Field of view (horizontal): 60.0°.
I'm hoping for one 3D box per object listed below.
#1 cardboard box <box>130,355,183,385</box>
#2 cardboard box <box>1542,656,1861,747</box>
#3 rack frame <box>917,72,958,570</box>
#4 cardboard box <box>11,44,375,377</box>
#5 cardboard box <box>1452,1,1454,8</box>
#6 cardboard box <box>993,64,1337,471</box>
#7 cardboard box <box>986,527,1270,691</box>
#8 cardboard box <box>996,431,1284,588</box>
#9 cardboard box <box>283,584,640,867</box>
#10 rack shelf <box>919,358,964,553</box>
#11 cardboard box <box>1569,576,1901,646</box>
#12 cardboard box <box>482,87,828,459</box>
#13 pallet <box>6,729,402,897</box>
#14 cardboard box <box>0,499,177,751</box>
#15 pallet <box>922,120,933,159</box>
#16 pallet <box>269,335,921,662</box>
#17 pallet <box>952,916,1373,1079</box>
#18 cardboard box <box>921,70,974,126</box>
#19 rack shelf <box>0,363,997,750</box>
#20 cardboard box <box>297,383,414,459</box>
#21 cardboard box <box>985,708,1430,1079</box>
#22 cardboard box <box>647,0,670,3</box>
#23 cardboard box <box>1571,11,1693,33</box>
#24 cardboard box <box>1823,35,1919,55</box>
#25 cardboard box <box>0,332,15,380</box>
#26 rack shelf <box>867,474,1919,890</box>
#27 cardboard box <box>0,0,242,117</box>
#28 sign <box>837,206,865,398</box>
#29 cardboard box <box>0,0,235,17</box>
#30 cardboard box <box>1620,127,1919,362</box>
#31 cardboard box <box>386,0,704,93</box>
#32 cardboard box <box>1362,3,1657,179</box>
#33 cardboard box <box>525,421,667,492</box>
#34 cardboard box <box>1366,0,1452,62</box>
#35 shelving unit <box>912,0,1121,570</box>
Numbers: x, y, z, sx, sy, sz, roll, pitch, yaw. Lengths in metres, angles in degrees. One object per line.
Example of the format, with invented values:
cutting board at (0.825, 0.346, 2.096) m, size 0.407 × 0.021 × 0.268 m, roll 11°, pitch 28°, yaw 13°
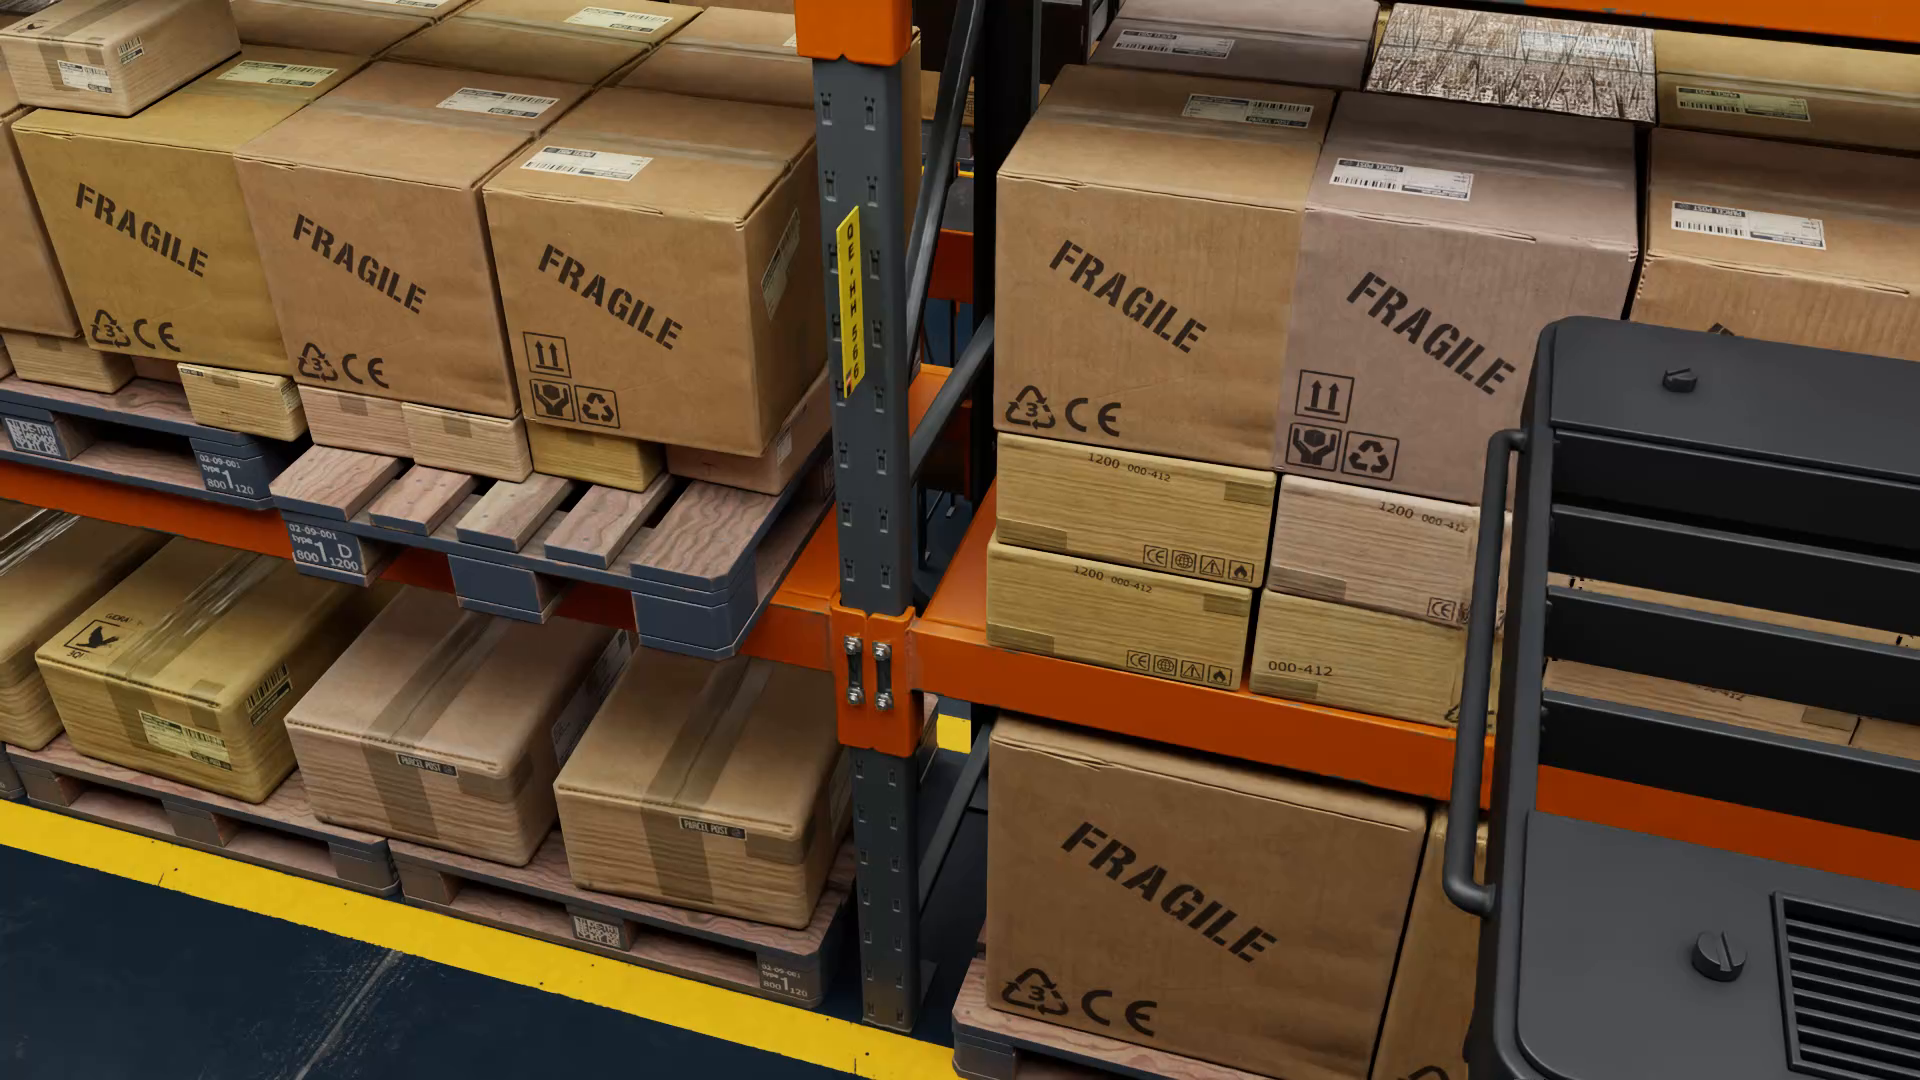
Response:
cardboard box at (-1.654, -0.505, 3.763) m, size 0.250 × 0.149 × 0.380 m, roll 11°, pitch 38°, yaw 14°
cardboard box at (1.354, 0.185, 3.094) m, size 0.500 × 0.250 × 0.500 m, roll 12°, pitch 38°, yaw 15°
rack frame at (-0.075, -0.860, 5.146) m, size 0.015 × 2.100 × 0.400 m, roll 10°, pitch 38°, yaw 14°
cardboard box at (-1.528, -0.707, 3.490) m, size 0.500 × 0.500 × 0.500 m, roll 8°, pitch 37°, yaw 11°
cardboard box at (2.563, -2.508, 7.749) m, size 0.500 × 0.250 × 0.500 m, roll 11°, pitch 38°, yaw 15°
cardboard box at (0.365, -0.498, 2.969) m, size 0.500 × 0.500 × 0.500 m, roll 9°, pitch 37°, yaw 12°
cardboard box at (0.359, 0.008, 3.335) m, size 0.500 × 0.250 × 0.500 m, roll 10°, pitch 37°, yaw 13°
cardboard box at (0.377, -0.192, 3.186) m, size 0.500 × 0.250 × 0.500 m, roll 10°, pitch 38°, yaw 14°
cardboard box at (-1.276, 0.377, 4.570) m, size 0.625 × 0.372 × 0.950 m, roll 10°, pitch 37°, yaw 13°
rack shelf at (0.158, -0.242, 5.511) m, size 0.480 × 0.518 × 0.431 m, roll 10°, pitch 38°, yaw 14°
cardboard box at (1.342, -0.005, 2.932) m, size 0.500 × 0.250 × 0.500 m, roll 10°, pitch 38°, yaw 14°
cardboard box at (-0.550, -0.533, 3.254) m, size 0.500 × 0.500 × 0.500 m, roll 9°, pitch 37°, yaw 13°
pallet at (-1.939, 0.487, 4.911) m, size 1.213 × 0.211 × 1.003 m, roll 10°, pitch 38°, yaw 14°
cardboard box at (-2.662, 0.118, 4.922) m, size 0.625 × 0.372 × 0.950 m, roll 13°, pitch 38°, yaw 17°
pallet at (-0.544, -2.375, 8.799) m, size 1.213 × 0.211 × 1.003 m, roll 10°, pitch 38°, yaw 14°
pallet at (-0.745, -0.269, 3.747) m, size 1.003 × 0.211 × 1.213 m, roll 10°, pitch 38°, yaw 14°
pallet at (0.697, 1.024, 4.180) m, size 1.213 × 0.211 × 1.003 m, roll 10°, pitch 38°, yaw 14°
cardboard box at (-0.043, -2.674, 8.396) m, size 0.750 × 0.750 × 1.050 m, roll 11°, pitch 38°, yaw 15°
rack shelf at (-1.942, -0.345, 4.295) m, size 4.000 × 0.370 × 1.077 m, roll 10°, pitch 38°, yaw 14°
cardboard box at (-1.185, -0.348, 3.550) m, size 0.250 × 0.149 × 0.380 m, roll 9°, pitch 37°, yaw 12°
cardboard box at (0.602, 0.575, 3.877) m, size 0.875 × 0.875 × 0.875 m, roll 10°, pitch 38°, yaw 13°
cardboard box at (-1.852, -3.011, 8.854) m, size 0.750 × 0.750 × 1.050 m, roll 10°, pitch 38°, yaw 14°
cardboard box at (2.885, -2.121, 7.223) m, size 0.500 × 0.250 × 0.500 m, roll 11°, pitch 38°, yaw 14°
cardboard box at (3.892, -1.944, 6.982) m, size 0.500 × 0.250 × 0.500 m, roll 12°, pitch 38°, yaw 16°
cardboard box at (-2.182, -0.533, 3.802) m, size 0.250 × 0.149 × 0.380 m, roll 12°, pitch 38°, yaw 16°
rack shelf at (1.876, 0.362, 3.334) m, size 4.000 × 0.370 × 1.077 m, roll 10°, pitch 38°, yaw 14°
cardboard box at (-1.679, -1.001, 3.342) m, size 0.250 × 0.149 × 0.380 m, roll 9°, pitch 37°, yaw 12°
sign at (-0.186, -0.407, 2.862) m, size 0.005 × 0.325 × 0.100 m, roll 10°, pitch 38°, yaw 14°
cardboard box at (-1.877, -1.091, 4.013) m, size 0.500 × 0.500 × 0.500 m, roll 9°, pitch 37°, yaw 12°
cardboard box at (1.331, -0.316, 2.721) m, size 0.500 × 0.500 × 0.500 m, roll 12°, pitch 38°, yaw 15°
cardboard box at (-0.893, -0.909, 3.764) m, size 0.500 × 0.500 × 0.500 m, roll 12°, pitch 38°, yaw 16°
cardboard box at (1.031, -0.694, 3.235) m, size 0.500 × 0.500 × 0.500 m, roll 11°, pitch 38°, yaw 15°
cardboard box at (-0.693, -0.280, 3.458) m, size 0.250 × 0.149 × 0.380 m, roll 11°, pitch 38°, yaw 15°
cardboard box at (1.933, -2.305, 7.473) m, size 0.500 × 0.250 × 0.500 m, roll 9°, pitch 37°, yaw 12°
shelving unit at (0.158, -0.816, 5.088) m, size 0.503 × 2.100 × 0.431 m, roll 10°, pitch 38°, yaw 14°
